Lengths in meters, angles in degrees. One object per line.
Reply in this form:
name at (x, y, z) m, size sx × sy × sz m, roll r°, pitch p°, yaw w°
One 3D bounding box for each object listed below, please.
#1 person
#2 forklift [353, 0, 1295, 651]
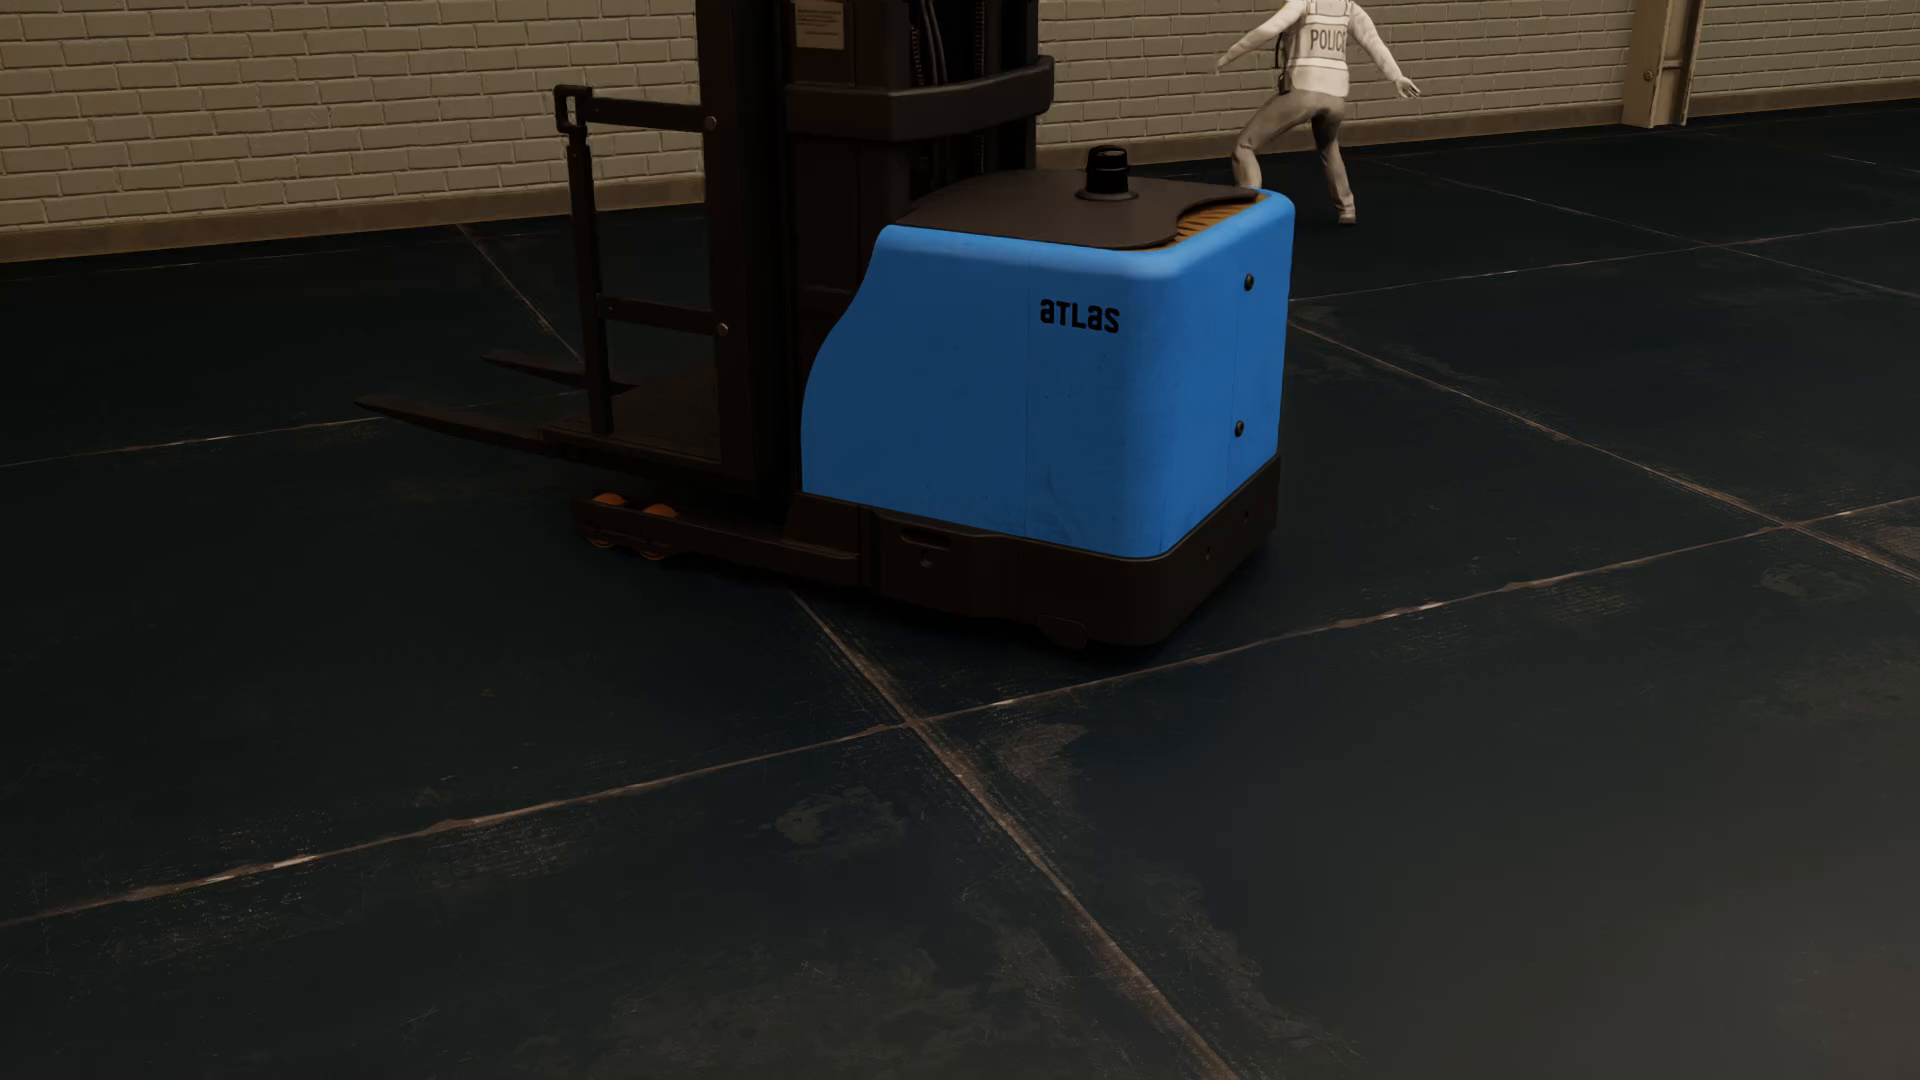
person at (1.897, -2.354, 8.917) m, size 1.067 × 1.596 × 0.528 m, roll -10°, pitch 25°, yaw -22°
forklift at (-0.588, -1.455, 4.790) m, size 3.031 × 2.935 × 1.130 m, roll 12°, pitch 25°, yaw 26°
